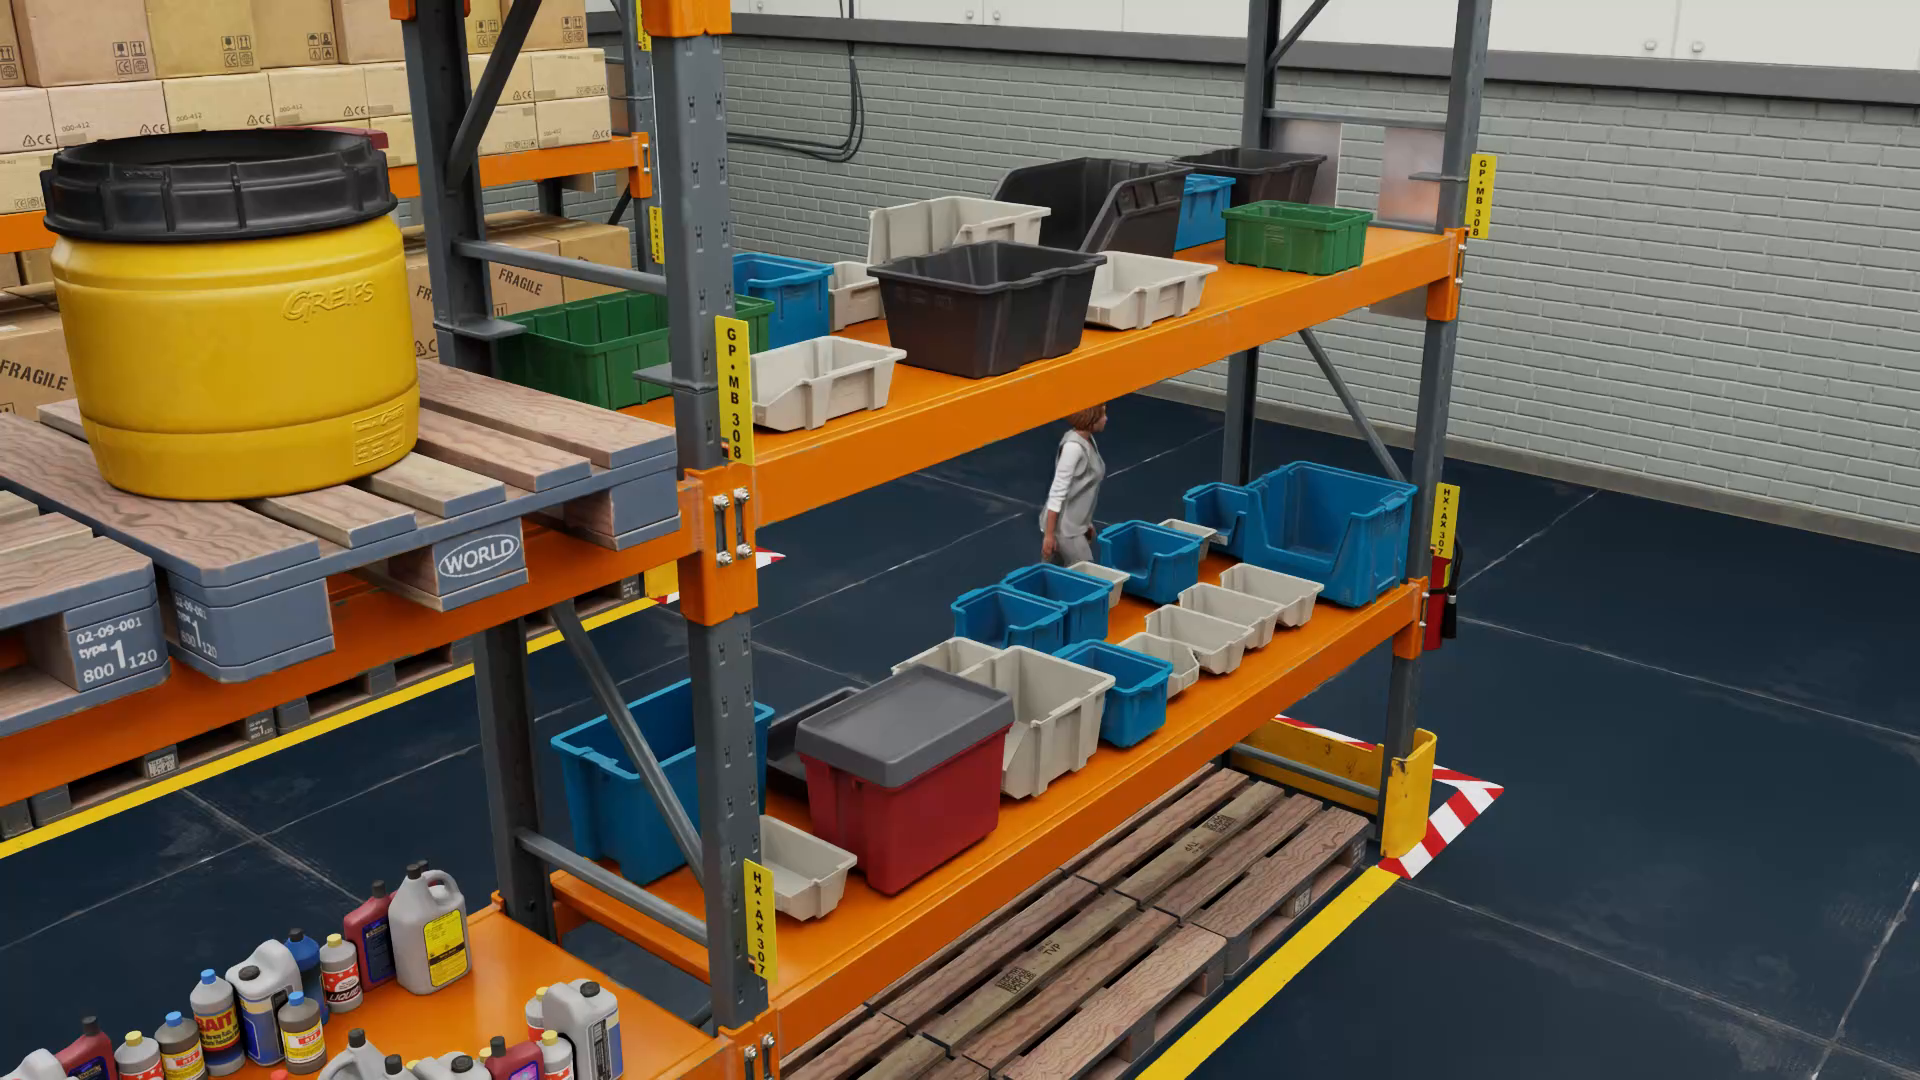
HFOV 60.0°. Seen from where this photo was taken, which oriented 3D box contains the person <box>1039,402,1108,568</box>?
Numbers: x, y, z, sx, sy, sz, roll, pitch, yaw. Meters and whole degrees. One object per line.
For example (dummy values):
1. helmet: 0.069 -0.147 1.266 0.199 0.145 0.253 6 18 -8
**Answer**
1. person: 0.592 -0.046 9.234 0.645 1.610 0.437 2 21 5
